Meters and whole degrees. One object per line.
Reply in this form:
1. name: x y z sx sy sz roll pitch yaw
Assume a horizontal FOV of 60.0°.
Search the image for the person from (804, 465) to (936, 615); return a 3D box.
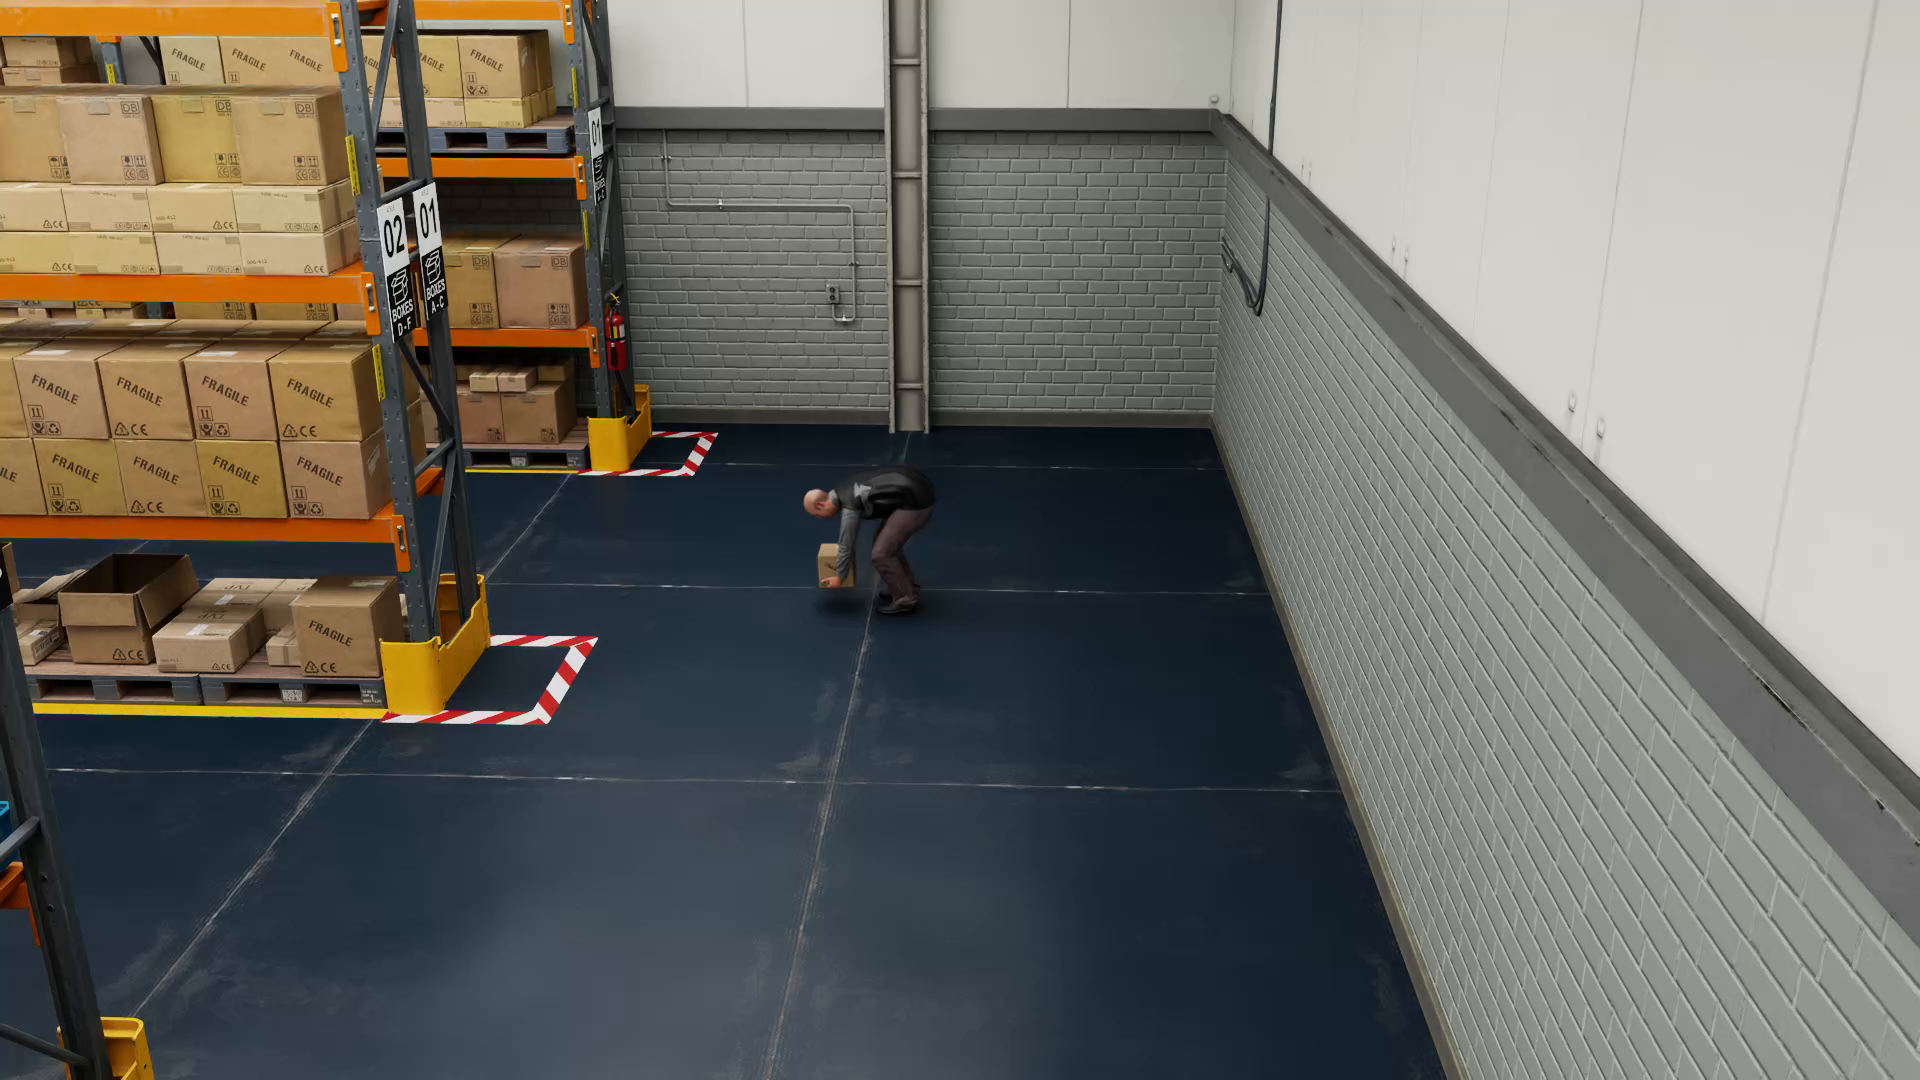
1. person: -0.649 -0.018 12.093 0.958 1.065 0.488 0 21 -1
